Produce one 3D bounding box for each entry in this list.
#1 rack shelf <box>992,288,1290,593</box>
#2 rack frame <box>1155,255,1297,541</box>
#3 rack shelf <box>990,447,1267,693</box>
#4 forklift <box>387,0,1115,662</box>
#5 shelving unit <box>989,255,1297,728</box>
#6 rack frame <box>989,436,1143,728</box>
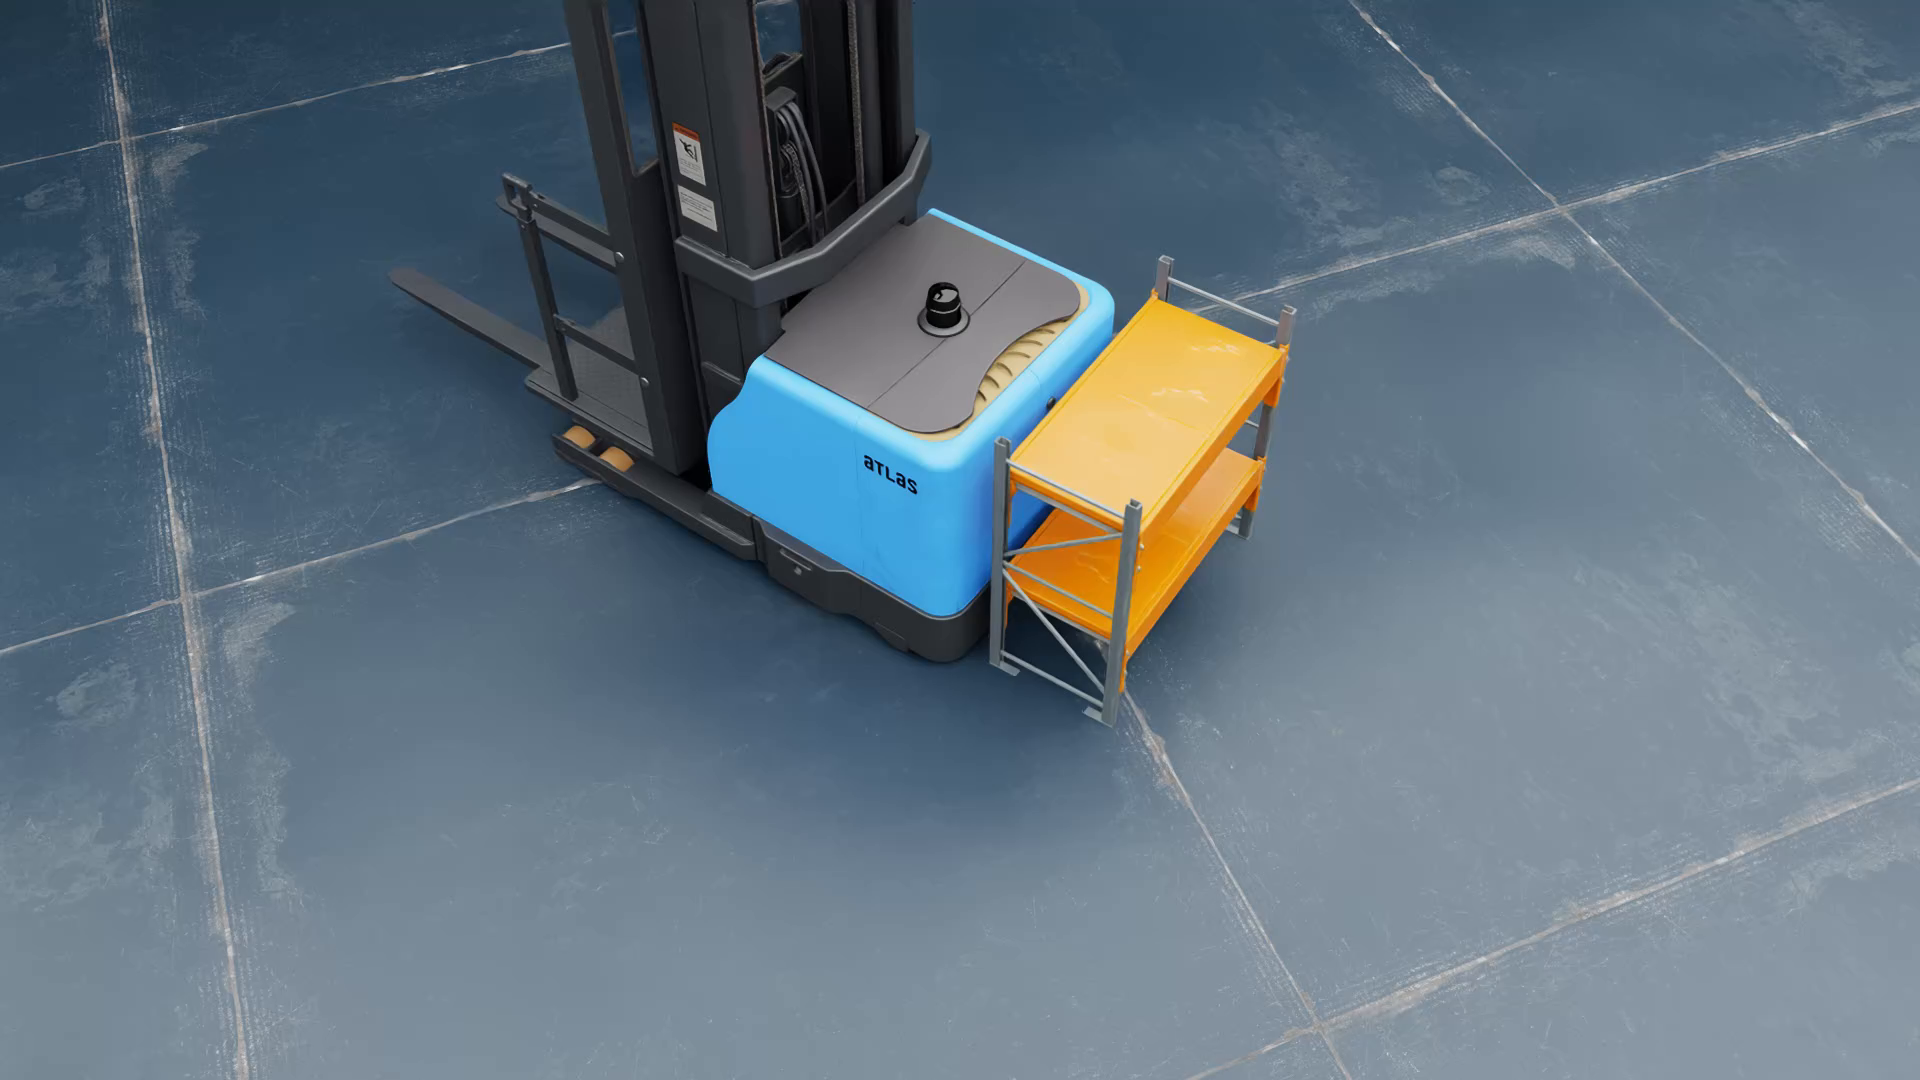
[{"bbox_3d":[0.600,-0.348,5.421,0.538,0.278,1.000,27,54,21],"label":"rack shelf"},{"bbox_3d":[0.881,-0.479,5.919,0.500,1.125,0.032,27,54,21],"label":"rack frame"},{"bbox_3d":[0.600,0.002,5.829,0.538,0.278,1.000,27,54,21],"label":"rack shelf"},{"bbox_3d":[-0.958,-1.445,5.559,3.031,2.935,1.130,29,55,22],"label":"forklift"},{"bbox_3d":[0.600,-0.157,5.643,0.538,1.125,1.048,27,54,21],"label":"shelving unit"},{"bbox_3d":[0.319,0.164,5.367,0.500,1.125,0.032,27,54,21],"label":"rack frame"}]
